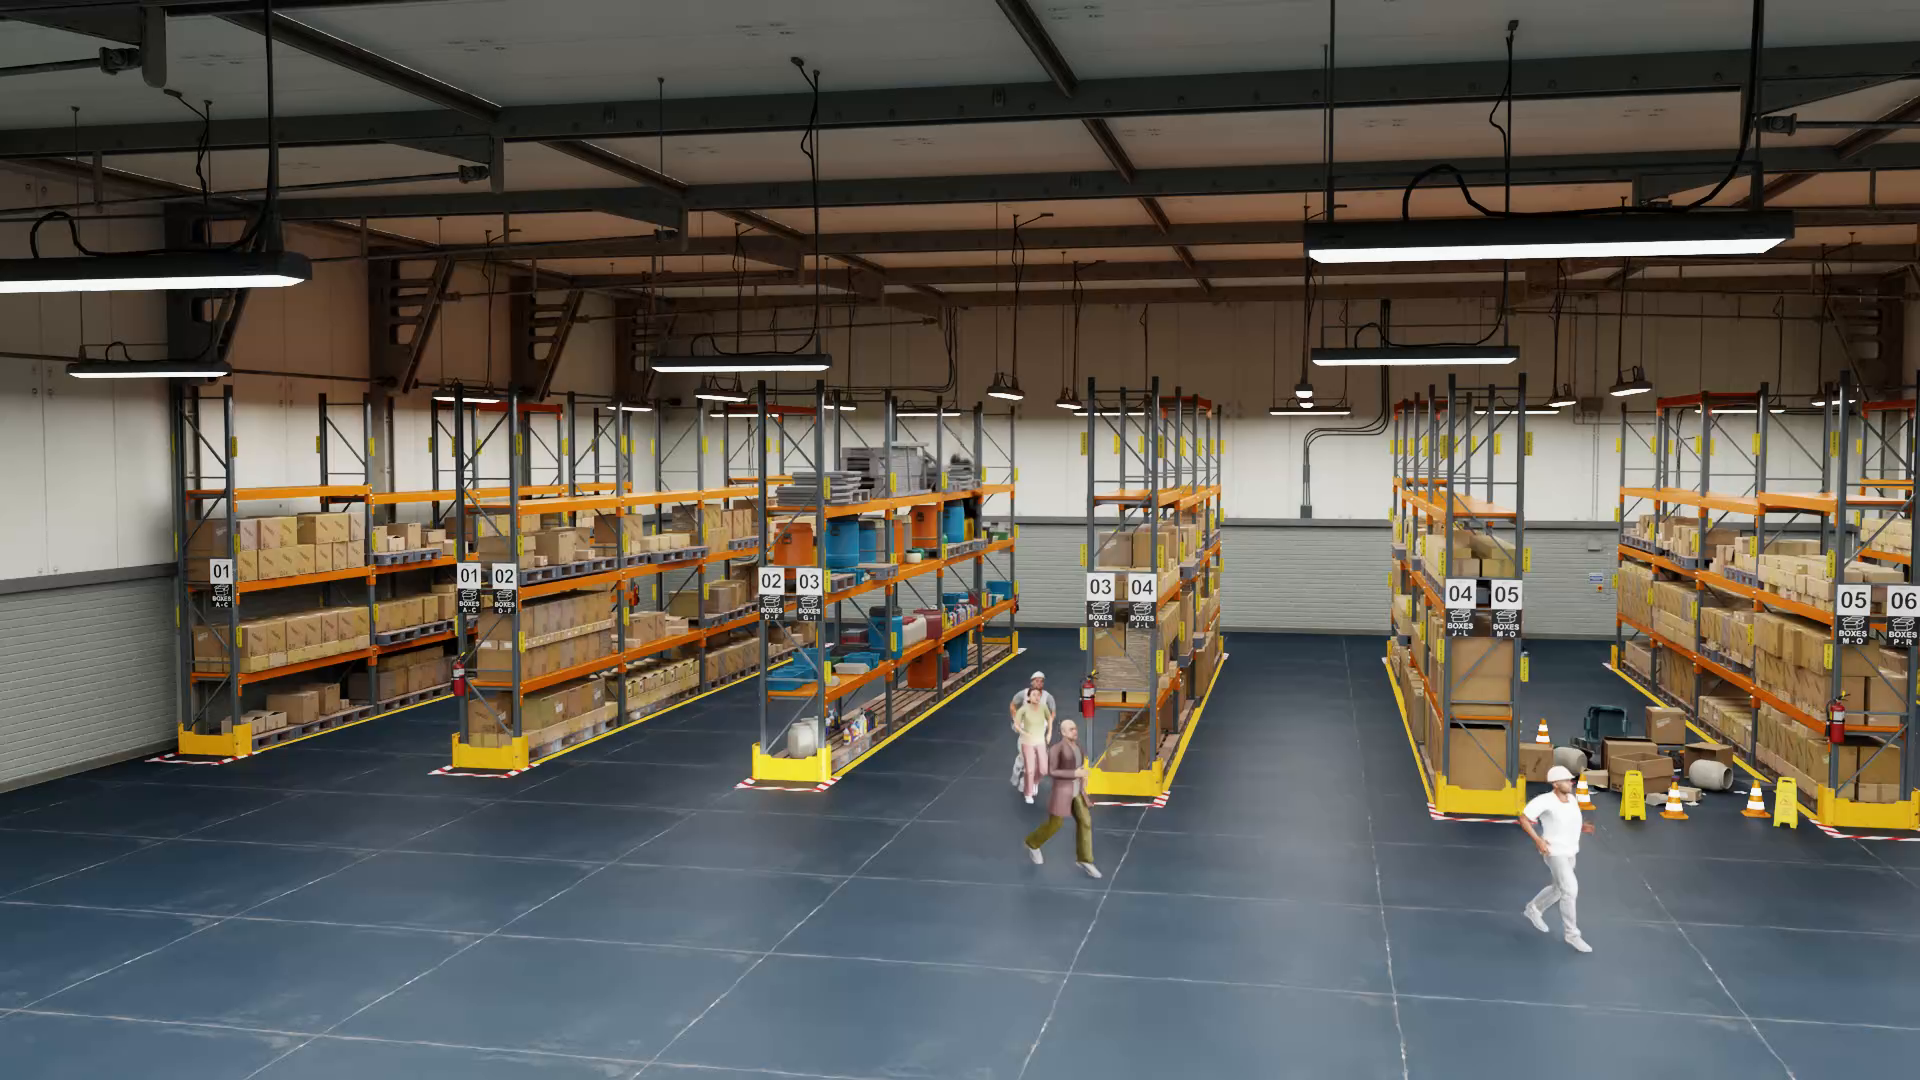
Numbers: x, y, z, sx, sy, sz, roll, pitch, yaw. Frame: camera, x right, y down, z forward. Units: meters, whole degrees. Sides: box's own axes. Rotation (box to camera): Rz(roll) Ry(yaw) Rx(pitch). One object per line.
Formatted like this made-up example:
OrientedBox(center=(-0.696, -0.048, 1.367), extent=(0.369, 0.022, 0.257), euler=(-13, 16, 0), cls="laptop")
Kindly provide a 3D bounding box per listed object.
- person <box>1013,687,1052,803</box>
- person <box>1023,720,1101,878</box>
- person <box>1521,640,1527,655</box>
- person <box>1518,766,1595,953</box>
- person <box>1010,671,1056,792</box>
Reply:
OrientedBox(center=(1.053, 2.884, 23.466), extent=(0.616, 1.640, 0.566), euler=(-1, 3, -17), cls="person")
OrientedBox(center=(1.227, 3.011, 19.625), extent=(0.726, 1.816, 1.042), euler=(-3, 4, -43), cls="person")
OrientedBox(center=(12.985, 2.008, 39.287), extent=(0.822, 1.618, 0.550), euler=(1, 3, 17), cls="person")
OrientedBox(center=(6.036, 3.167, 16.763), extent=(0.688, 1.789, 0.841), euler=(-3, 4, -39), cls="person")
OrientedBox(center=(1.075, 2.787, 24.169), extent=(0.658, 1.754, 0.557), euler=(0, 3, -5), cls="person")
